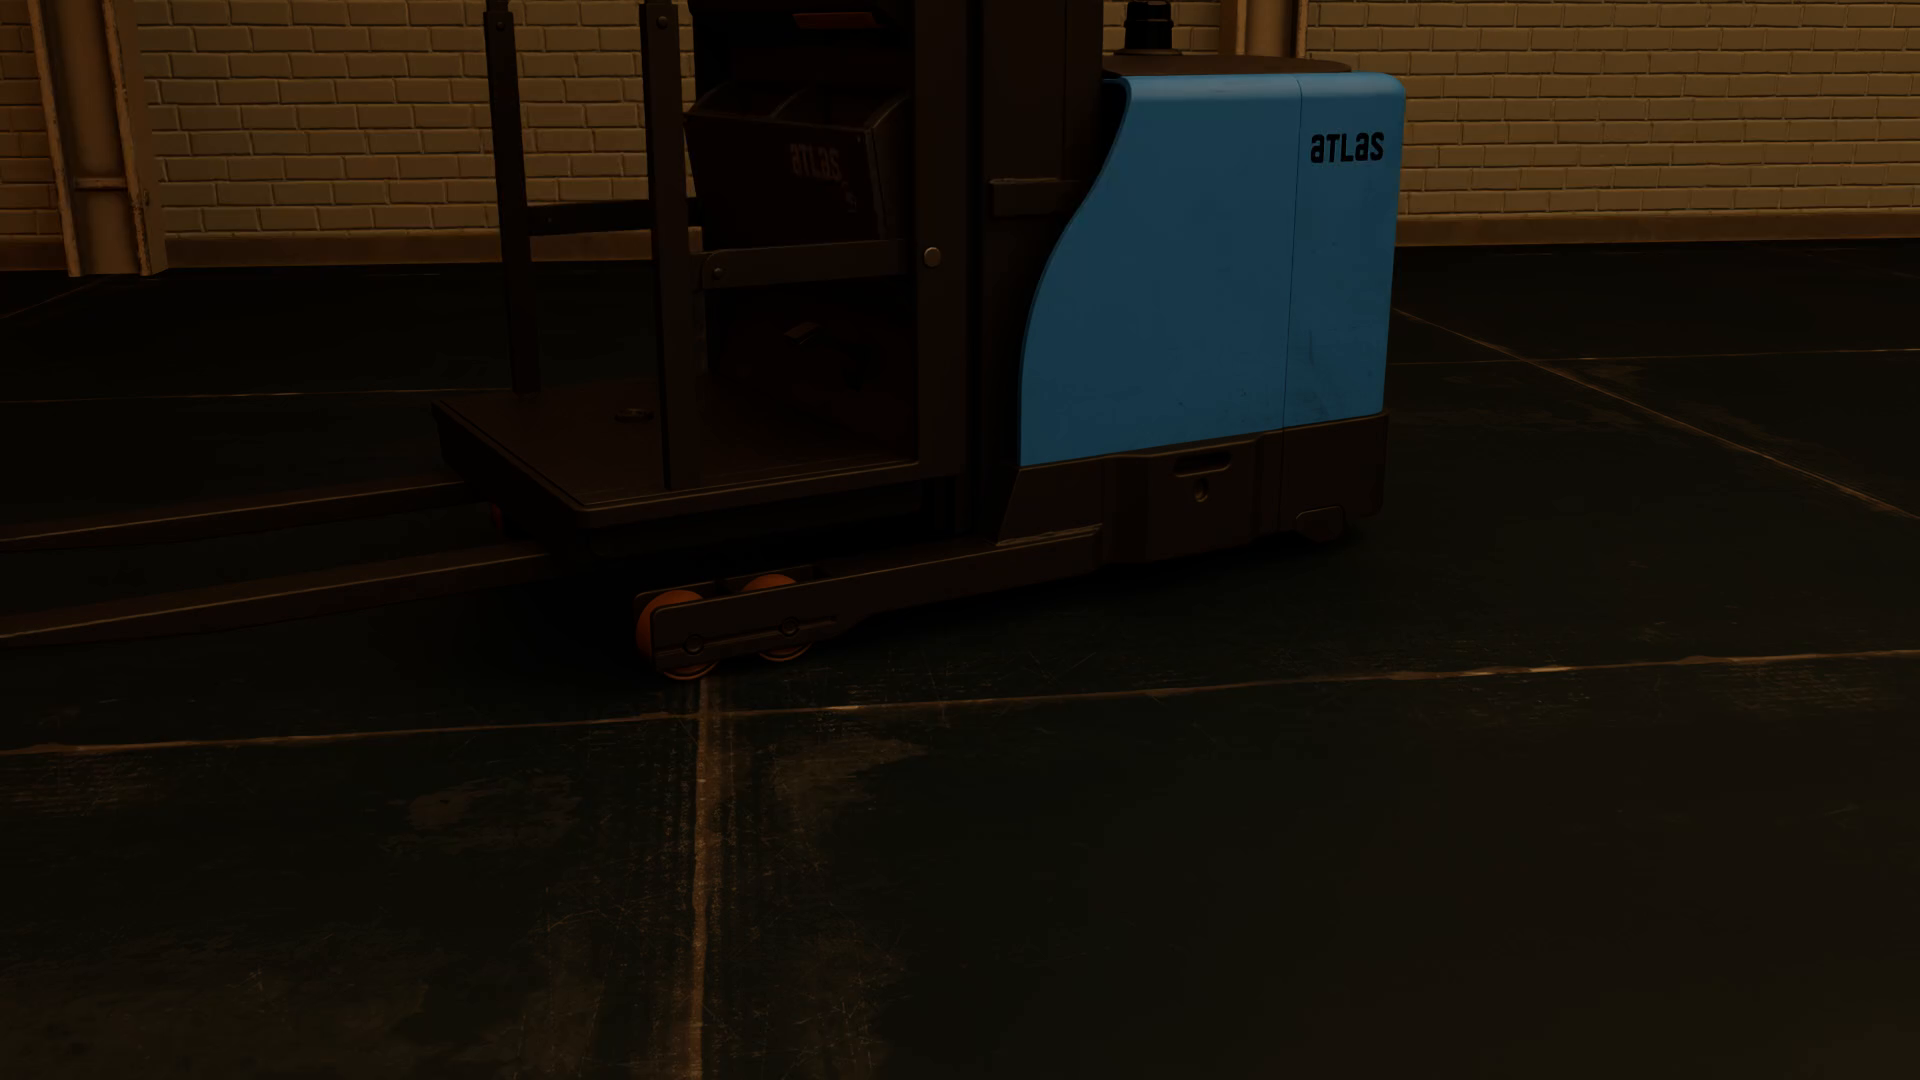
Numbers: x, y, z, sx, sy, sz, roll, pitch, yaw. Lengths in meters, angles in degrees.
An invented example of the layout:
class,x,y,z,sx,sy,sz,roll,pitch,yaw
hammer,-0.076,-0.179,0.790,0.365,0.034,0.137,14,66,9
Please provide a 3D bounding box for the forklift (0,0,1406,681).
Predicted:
class,x,y,z,sx,sy,sz,roll,pitch,yaw
forklift,-0.526,-1.315,3.251,3.031,2.935,1.130,-10,19,-29
